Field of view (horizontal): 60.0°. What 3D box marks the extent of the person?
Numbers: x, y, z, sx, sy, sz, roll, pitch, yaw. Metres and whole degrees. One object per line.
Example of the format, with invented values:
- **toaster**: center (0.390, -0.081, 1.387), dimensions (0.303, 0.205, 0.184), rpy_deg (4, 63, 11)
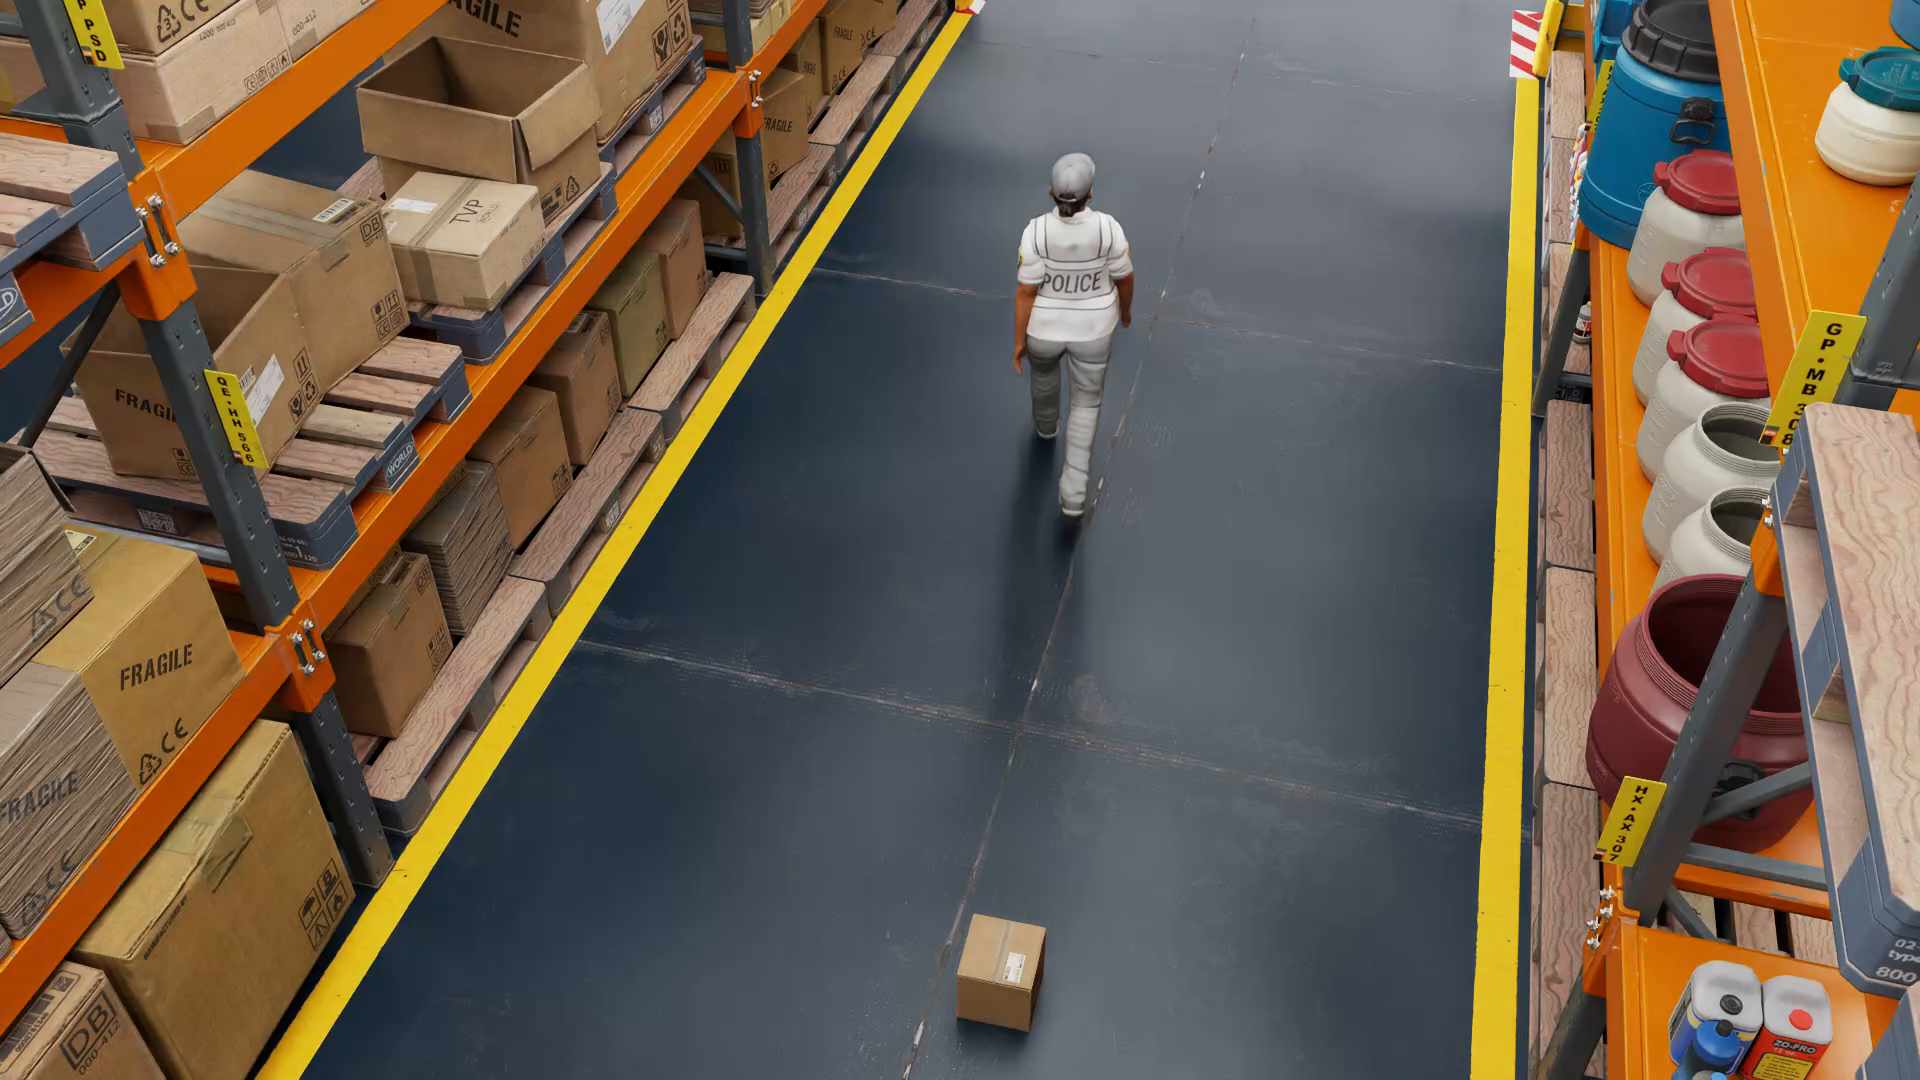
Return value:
- **person**: center (0.491, -0.947, 7.234), dimensions (0.511, 1.614, 0.992), rpy_deg (4, 41, 4)
